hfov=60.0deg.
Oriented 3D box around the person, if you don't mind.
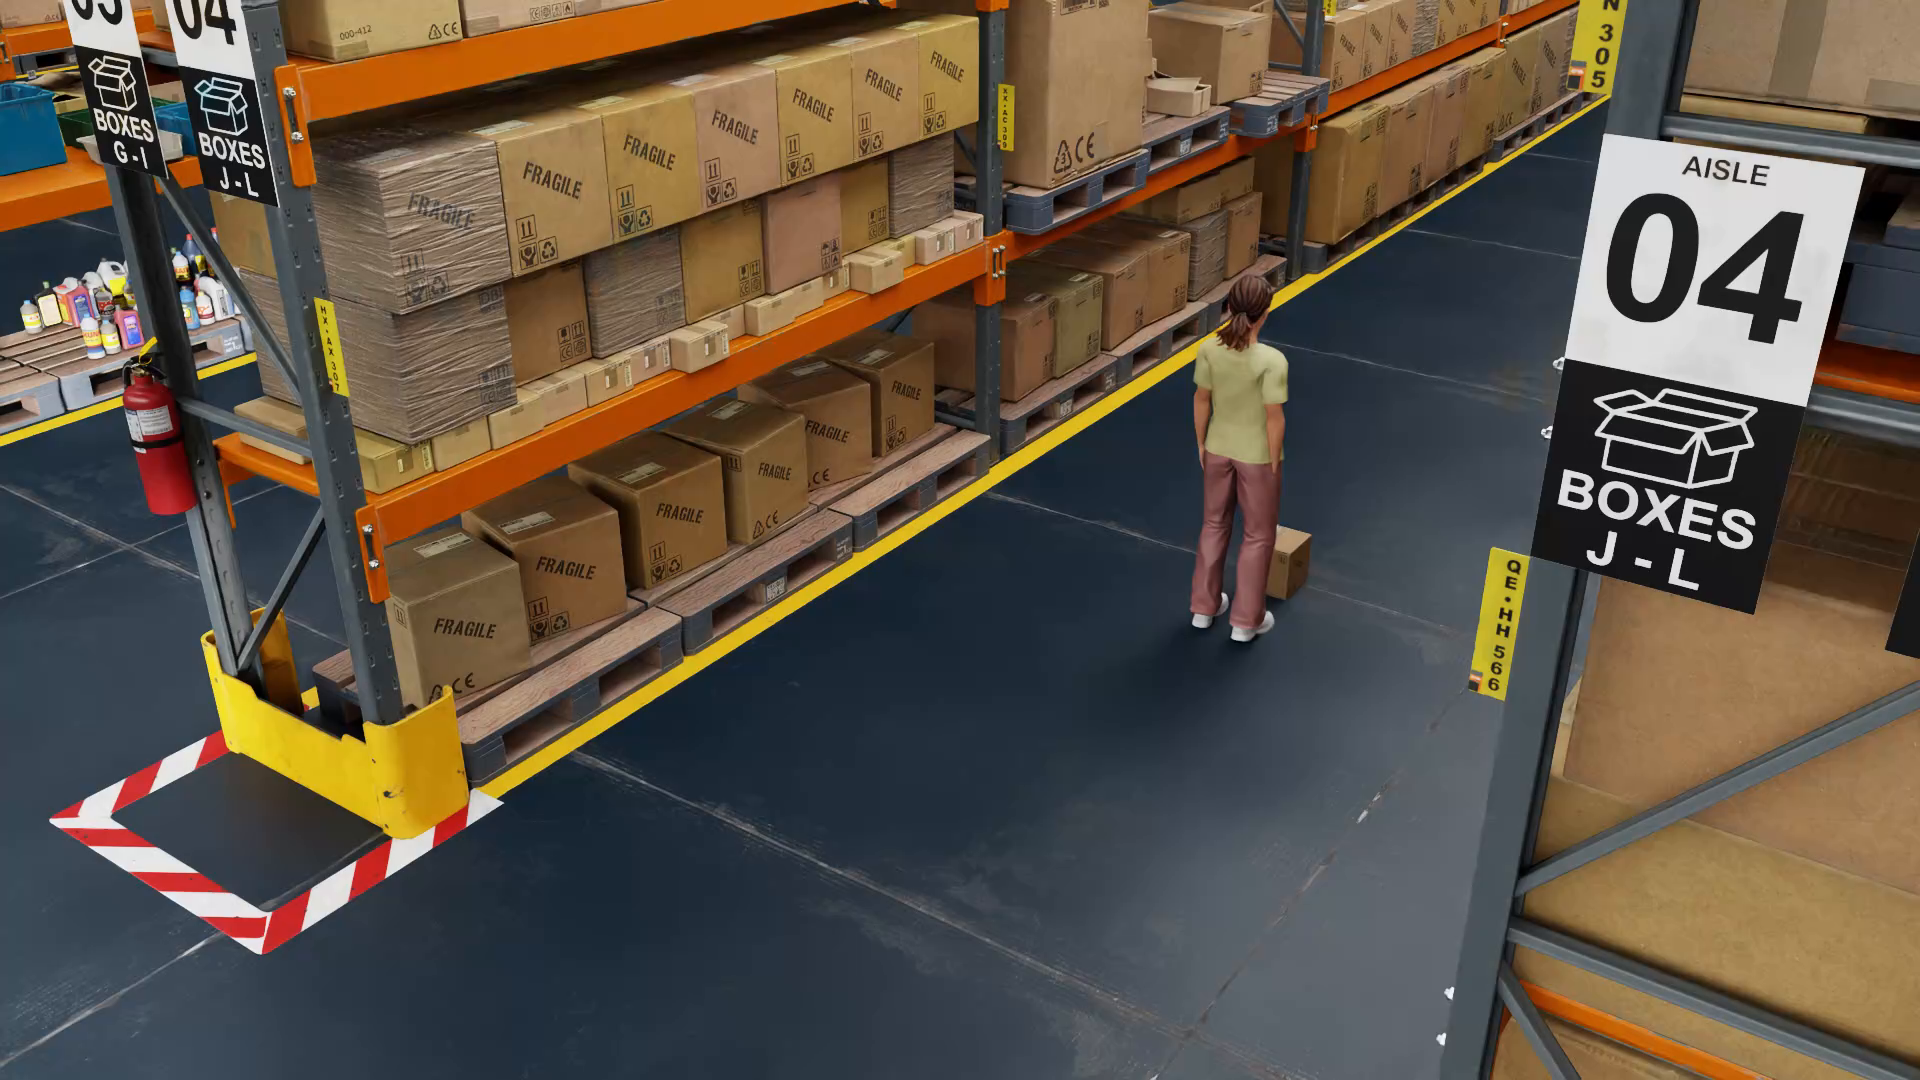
[{"bbox_3d":[1.223,-0.354,7.327,0.443,1.680,0.362,18,32,31],"label":"person"}]
